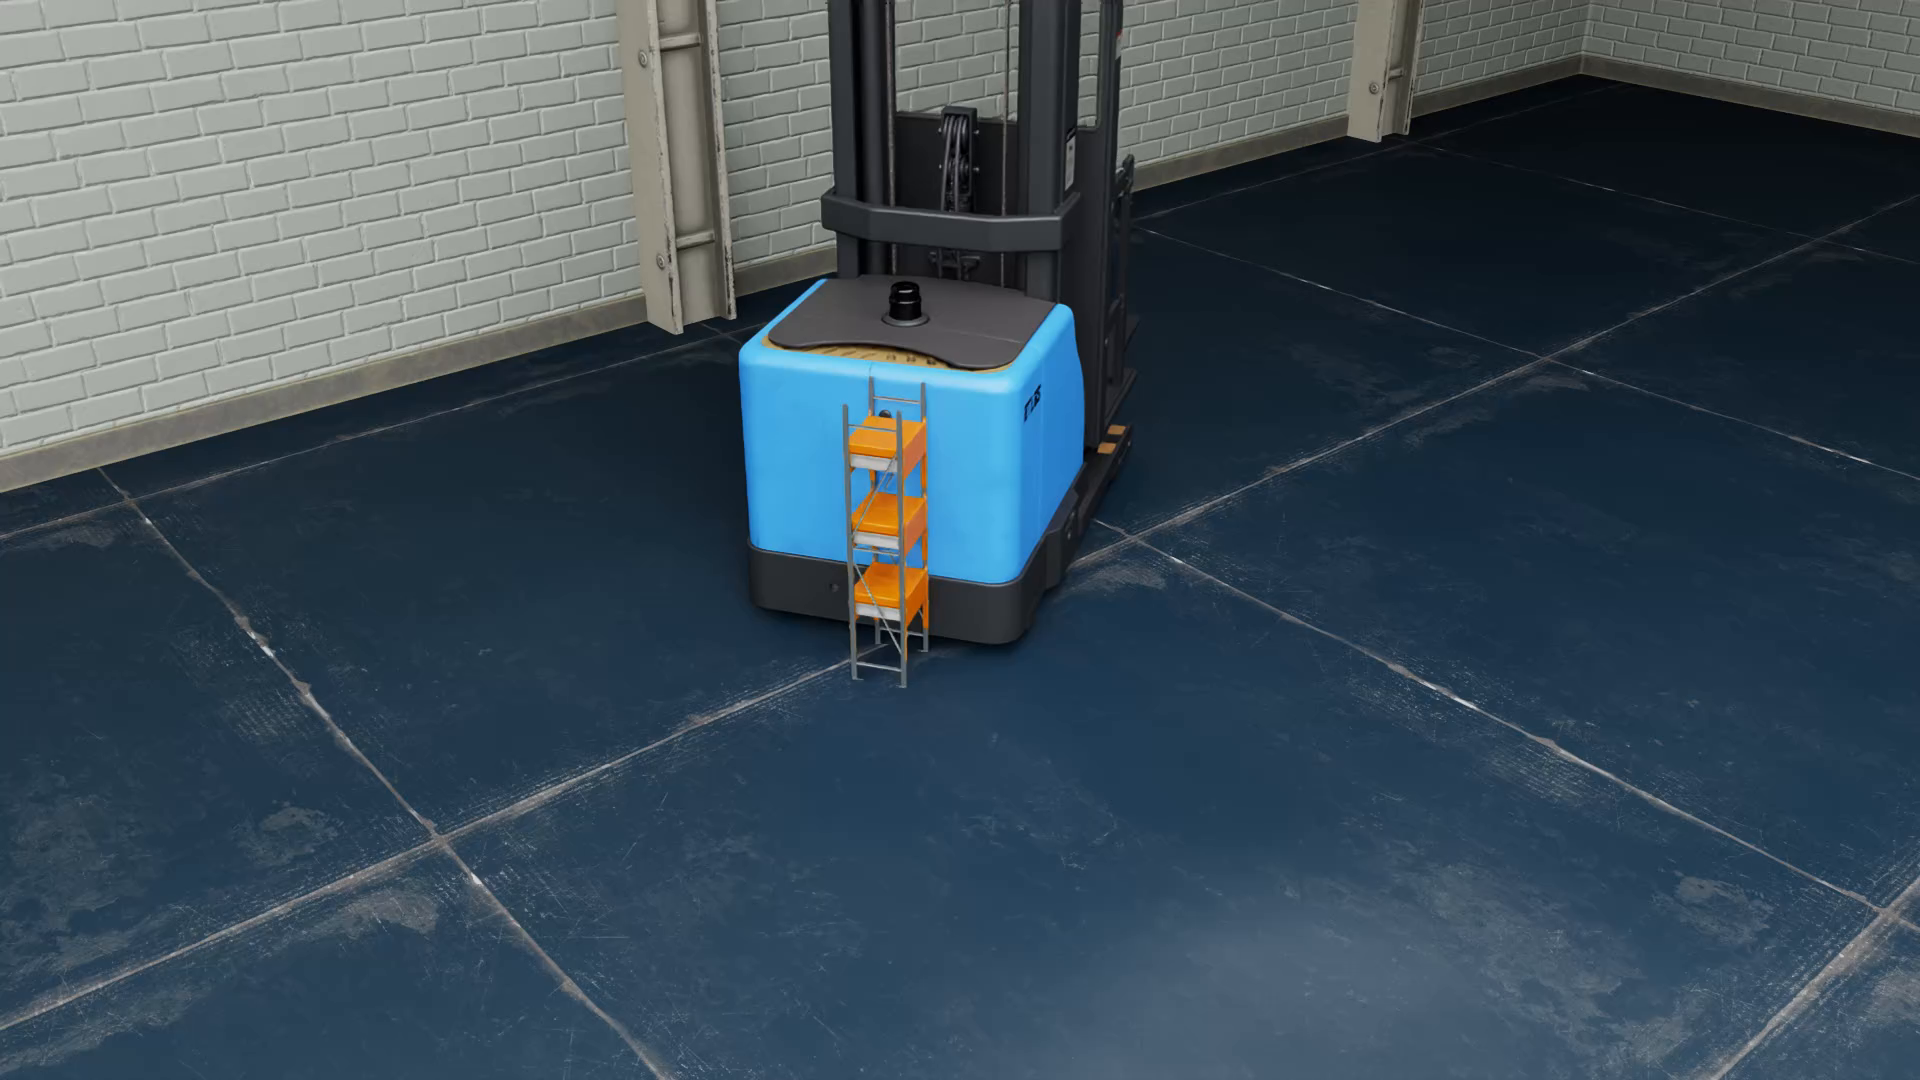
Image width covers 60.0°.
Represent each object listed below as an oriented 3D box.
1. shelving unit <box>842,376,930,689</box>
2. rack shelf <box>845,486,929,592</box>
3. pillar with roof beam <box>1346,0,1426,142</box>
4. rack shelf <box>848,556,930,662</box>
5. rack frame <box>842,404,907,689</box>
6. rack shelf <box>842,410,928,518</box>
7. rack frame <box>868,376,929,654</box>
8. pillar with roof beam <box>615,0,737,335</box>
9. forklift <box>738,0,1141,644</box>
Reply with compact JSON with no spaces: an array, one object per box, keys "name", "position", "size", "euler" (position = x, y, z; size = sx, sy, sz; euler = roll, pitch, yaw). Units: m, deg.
[{"name":"shelving unit","position":[-0.246,-0.015,5.664],"size":[0.215,1.050,0.252],"euler":[8,29,15]},{"name":"rack shelf","position":[-0.246,-0.005,5.669],"size":[0.215,0.259,0.240],"euler":[8,29,15]},{"name":"pillar with roof beam","position":[5.905,-5.459,7.418],"size":[0.400,9.000,9.100],"euler":[-22,35,-35]},{"name":"rack shelf","position":[-0.246,0.240,5.800],"size":[0.215,0.259,0.240],"euler":[8,29,15]},{"name":"rack frame","position":[-0.282,0.040,5.561],"size":[0.200,1.050,0.008],"euler":[8,29,15]},{"name":"rack shelf","position":[-0.246,-0.256,5.535],"size":[0.215,0.259,0.240],"euler":[8,29,15]},{"name":"rack frame","position":[-0.210,-0.070,5.766],"size":[0.200,1.050,0.008],"euler":[8,29,15]},{"name":"pillar with roof beam","position":[1.341,-3.624,3.983],"size":[0.400,9.000,9.100],"euler":[-22,35,-35]},{"name":"forklift","position":[0.138,-1.600,6.634],"size":[1.130,2.935,3.031],"euler":[8,29,15]}]
